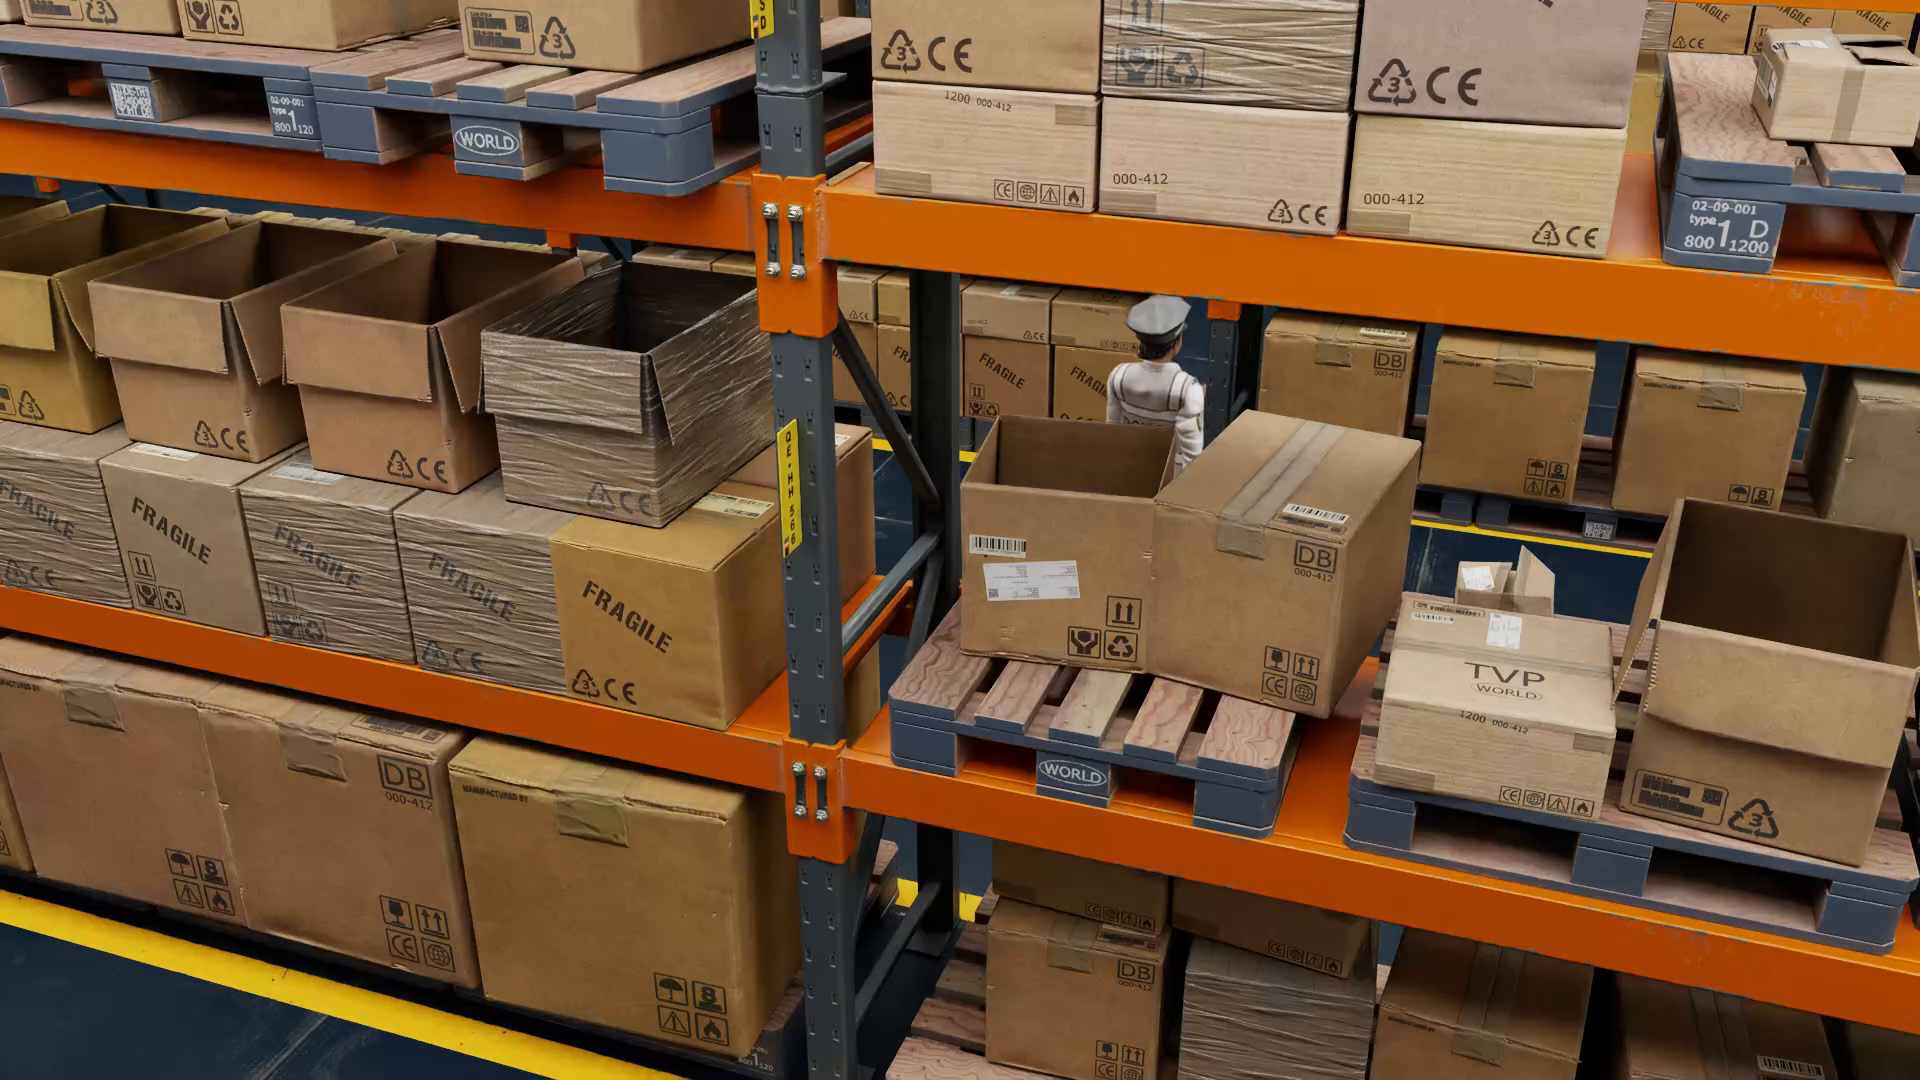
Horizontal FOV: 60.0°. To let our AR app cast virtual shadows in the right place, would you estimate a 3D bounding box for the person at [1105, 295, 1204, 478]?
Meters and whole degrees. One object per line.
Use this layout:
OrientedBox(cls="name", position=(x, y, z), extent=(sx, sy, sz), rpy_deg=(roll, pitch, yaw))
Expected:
OrientedBox(cls="person", position=(0.870, -0.284, 7.148), extent=(0.490, 1.649, 0.918), rpy_deg=(12, 28, 23))
